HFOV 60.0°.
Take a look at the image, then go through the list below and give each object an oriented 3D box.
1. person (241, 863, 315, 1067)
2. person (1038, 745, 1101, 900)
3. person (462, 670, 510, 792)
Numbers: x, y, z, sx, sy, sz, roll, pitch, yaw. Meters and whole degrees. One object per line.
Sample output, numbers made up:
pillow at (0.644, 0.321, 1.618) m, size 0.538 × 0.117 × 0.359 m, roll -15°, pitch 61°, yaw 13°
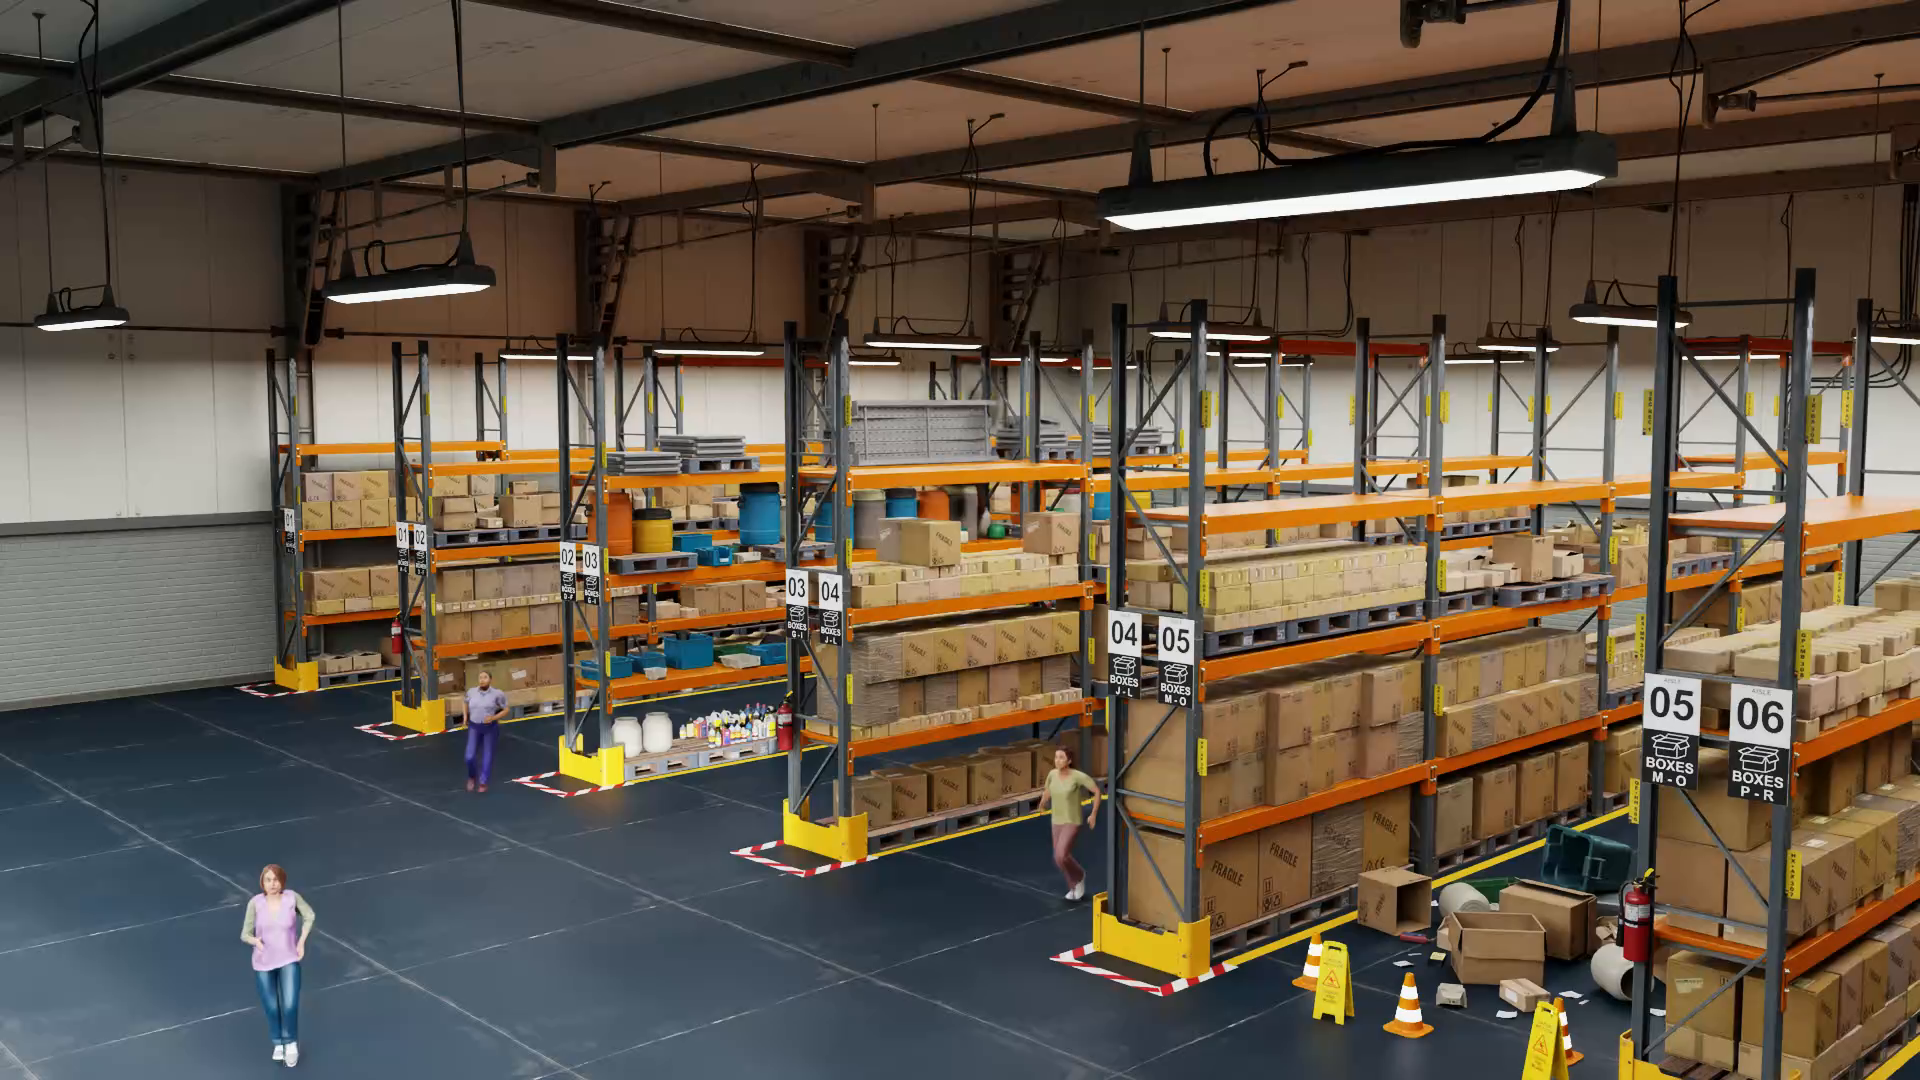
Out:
person at (-5.221, 3.269, 12.734) m, size 0.519 × 1.582 × 0.615 m, roll -2°, pitch 5°, yaw -17°
person at (1.081, 2.888, 16.921) m, size 0.598 × 1.615 × 0.639 m, roll 4°, pitch 6°, yaw 40°
person at (-6.176, 2.487, 21.600) m, size 0.634 × 1.612 × 0.559 m, roll 0°, pitch 5°, yaw -4°
